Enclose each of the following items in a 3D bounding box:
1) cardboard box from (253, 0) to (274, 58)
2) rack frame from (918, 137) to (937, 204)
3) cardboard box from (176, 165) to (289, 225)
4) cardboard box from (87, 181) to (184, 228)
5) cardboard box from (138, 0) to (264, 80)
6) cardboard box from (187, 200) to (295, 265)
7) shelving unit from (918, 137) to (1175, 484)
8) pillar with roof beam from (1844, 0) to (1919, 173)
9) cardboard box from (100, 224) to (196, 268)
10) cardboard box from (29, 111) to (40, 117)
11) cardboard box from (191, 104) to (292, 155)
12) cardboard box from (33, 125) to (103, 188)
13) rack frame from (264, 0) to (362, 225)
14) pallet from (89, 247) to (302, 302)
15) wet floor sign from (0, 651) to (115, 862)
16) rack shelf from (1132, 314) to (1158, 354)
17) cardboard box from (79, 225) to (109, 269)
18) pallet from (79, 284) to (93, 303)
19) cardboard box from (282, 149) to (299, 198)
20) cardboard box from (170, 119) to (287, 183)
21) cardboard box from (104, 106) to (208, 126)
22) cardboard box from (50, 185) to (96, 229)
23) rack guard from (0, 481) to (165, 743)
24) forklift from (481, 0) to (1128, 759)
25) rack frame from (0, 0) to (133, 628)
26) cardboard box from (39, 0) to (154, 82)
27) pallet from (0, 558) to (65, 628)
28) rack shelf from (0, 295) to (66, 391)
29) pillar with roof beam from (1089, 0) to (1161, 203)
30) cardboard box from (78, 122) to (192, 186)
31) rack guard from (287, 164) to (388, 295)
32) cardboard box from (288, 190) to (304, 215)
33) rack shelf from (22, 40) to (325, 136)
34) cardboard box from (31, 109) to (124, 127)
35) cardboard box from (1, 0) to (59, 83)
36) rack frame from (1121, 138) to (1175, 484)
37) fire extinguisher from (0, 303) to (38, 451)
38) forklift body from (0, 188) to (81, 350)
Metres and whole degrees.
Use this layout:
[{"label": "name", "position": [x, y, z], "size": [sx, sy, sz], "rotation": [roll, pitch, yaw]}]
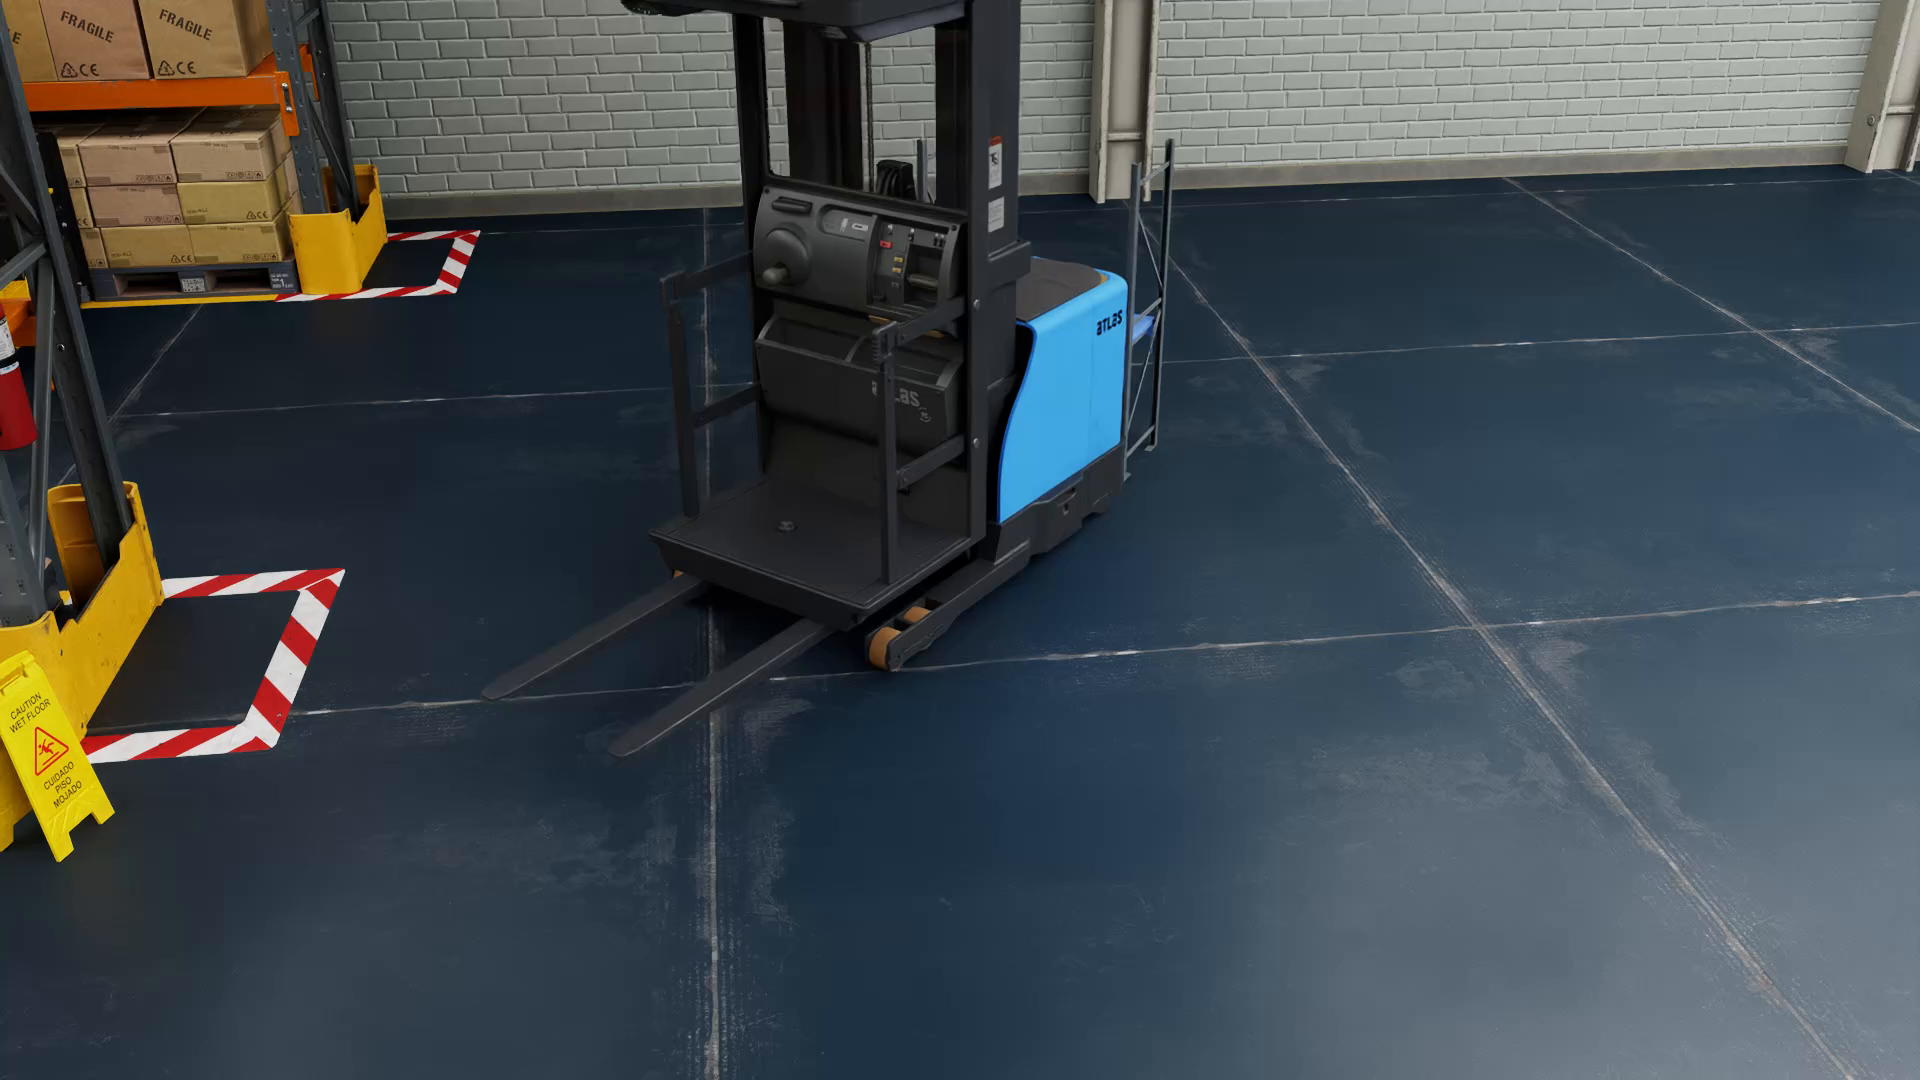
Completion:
[{"label": "cardboard box", "position": [-4.494, -3.238, 10.165], "size": [0.500, 0.500, 0.500], "rotation": [-3, 27, -5]}, {"label": "rack frame", "position": [-0.071, -1.234, 8.011], "size": [0.032, 1.500, 0.500], "rotation": [12, 30, 22]}, {"label": "cardboard box", "position": [-4.403, -2.113, 10.086], "size": [0.500, 0.250, 0.500], "rotation": [-4, 27, -8]}, {"label": "cardboard box", "position": [-4.901, -2.086, 10.034], "size": [0.500, 0.250, 0.500], "rotation": [-4, 27, -8]}, {"label": "cardboard box", "position": [-4.416, -2.994, 9.689], "size": [0.500, 0.500, 0.500], "rotation": [-4, 27, -8]}, {"label": "cardboard box", "position": [-4.386, -1.890, 10.200], "size": [0.500, 0.250, 0.500], "rotation": [-3, 27, -7]}, {"label": "shelving unit", "position": [0.389, -1.135, 7.820], "size": [1.048, 1.500, 0.538], "rotation": [12, 30, 22]}, {"label": "pillar with roof beam", "position": [7.703, -4.949, 7.037], "size": [0.400, 9.000, 9.100], "rotation": [-4, 27, -7]}, {"label": "cardboard box", "position": [-4.880, -1.863, 10.146], "size": [0.500, 0.250, 0.500], "rotation": [-4, 27, -7]}, {"label": "cardboard box", "position": [-5.967, -2.473, 10.240], "size": [0.500, 0.250, 0.500], "rotation": [-4, 27, -8]}, {"label": "cardboard box", "position": [-4.467, -2.563, 10.415], "size": [0.500, 0.250, 0.500], "rotation": [-4, 27, -8]}, {"label": "cardboard box", "position": [-5.381, -2.266, 9.836], "size": [0.500, 0.250, 0.500], "rotation": [-3, 27, -6]}, {"label": "rack frame", "position": [-3.965, -3.099, 10.004], "size": [0.127, 3.000, 1.000], "rotation": [-4, 27, -7]}, {"label": "pallet", "position": [-4.716, -1.791, 10.509], "size": [1.213, 0.211, 1.003], "rotation": [-4, 27, -7]}, {"label": "wet floor sign", "position": [-2.932, 0.664, 5.250], "size": [0.232, 0.644, 0.267], "rotation": [6, 28, 11]}, {"label": "rack shelf", "position": [0.389, -0.975, 7.902], "size": [1.000, 0.185, 0.538], "rotation": [12, 30, 22]}, {"label": "cardboard box", "position": [-5.377, -1.835, 10.092], "size": [0.500, 0.250, 0.500], "rotation": [-3, 27, -7]}, {"label": "pallet", "position": [-5.922, -1.715, 10.361], "size": [1.213, 0.211, 1.003], "rotation": [-4, 27, -7]}, {"label": "cardboard box", "position": [-4.459, -2.349, 10.547], "size": [0.500, 0.250, 0.500], "rotation": [-3, 27, -6]}, {"label": "cardboard box", "position": [-4.377, -2.337, 9.976], "size": [0.500, 0.250, 0.500], "rotation": [-3, 27, -5]}, {"label": "cardboard box", "position": [-4.961, -2.529, 10.350], "size": [0.500, 0.250, 0.500], "rotation": [-4, 27, -7]}, {"label": "cardboard box", "position": [-5.410, -2.044, 9.951], "size": [0.500, 0.250, 0.500], "rotation": [-4, 27, -8]}, {"label": "rack guard", "position": [-3.345, 0.261, 6.193], "size": [0.348, 0.500, 1.175], "rotation": [-4, 27, -7]}, {"label": "forklift", "position": [-0.517, -1.056, 6.097], "size": [1.130, 2.935, 3.031], "rotation": [17, 32, 30]}, {"label": "rack frame", "position": [-3.270, -0.856, 5.632], "size": [0.127, 3.000, 1.000], "rotation": [-4, 27, -7]}, {"label": "cardboard box", "position": [-4.931, -2.965, 9.633], "size": [0.500, 0.500, 0.500], "rotation": [-3, 27, -5]}, {"label": "pallet", "position": [-4.154, 0.426, 6.189], "size": [1.213, 0.211, 1.003], "rotation": [-4, 27, -7]}, {"label": "rack shelf", "position": [-5.250, -0.408, 5.548], "size": [4.000, 0.370, 1.077], "rotation": [-4, 27, -7]}, {"label": "pillar with roof beam", "position": [1.761, -4.567, 6.294], "size": [0.400, 9.000, 9.100], "rotation": [-4, 27, -7]}, {"label": "cardboard box", "position": [-4.882, -2.302, 9.908], "size": [0.500, 0.250, 0.500], "rotation": [-3, 27, -6]}, {"label": "rack guard", "position": [-3.941, -1.989, 10.578], "size": [0.348, 0.500, 1.175], "rotation": [-4, 27, -7]}, {"label": "cardboard box", "position": [-4.478, -2.120, 10.648], "size": [0.500, 0.250, 0.500], "rotation": [-4, 27, -7]}, {"label": "rack shelf", "position": [-5.945, -2.652, 9.921], "size": [4.000, 0.370, 1.077], "rotation": [-4, 27, -7]}, {"label": "cardboard box", "position": [-5.458, -2.502, 10.298], "size": [0.500, 0.250, 0.500], "rotation": [-4, 27, -7]}, {"label": "cardboard box", "position": [-5.438, -2.932, 9.569], "size": [0.500, 0.500, 0.500], "rotation": [-4, 27, -8]}, {"label": "rack frame", "position": [0.850, -1.037, 7.628], "size": [0.032, 1.500, 0.500], "rotation": [12, 30, 22]}, {"label": "fire extinguisher", "position": [-3.092, -0.620, 5.258], "size": [0.183, 0.674, 0.296], "rotation": [-4, 27, -7]}, {"label": "forklift body", "position": [-5.588, -1.776, 8.356], "size": [1.214, 2.155, 2.313], "rotation": [-4, 27, -7]}]
